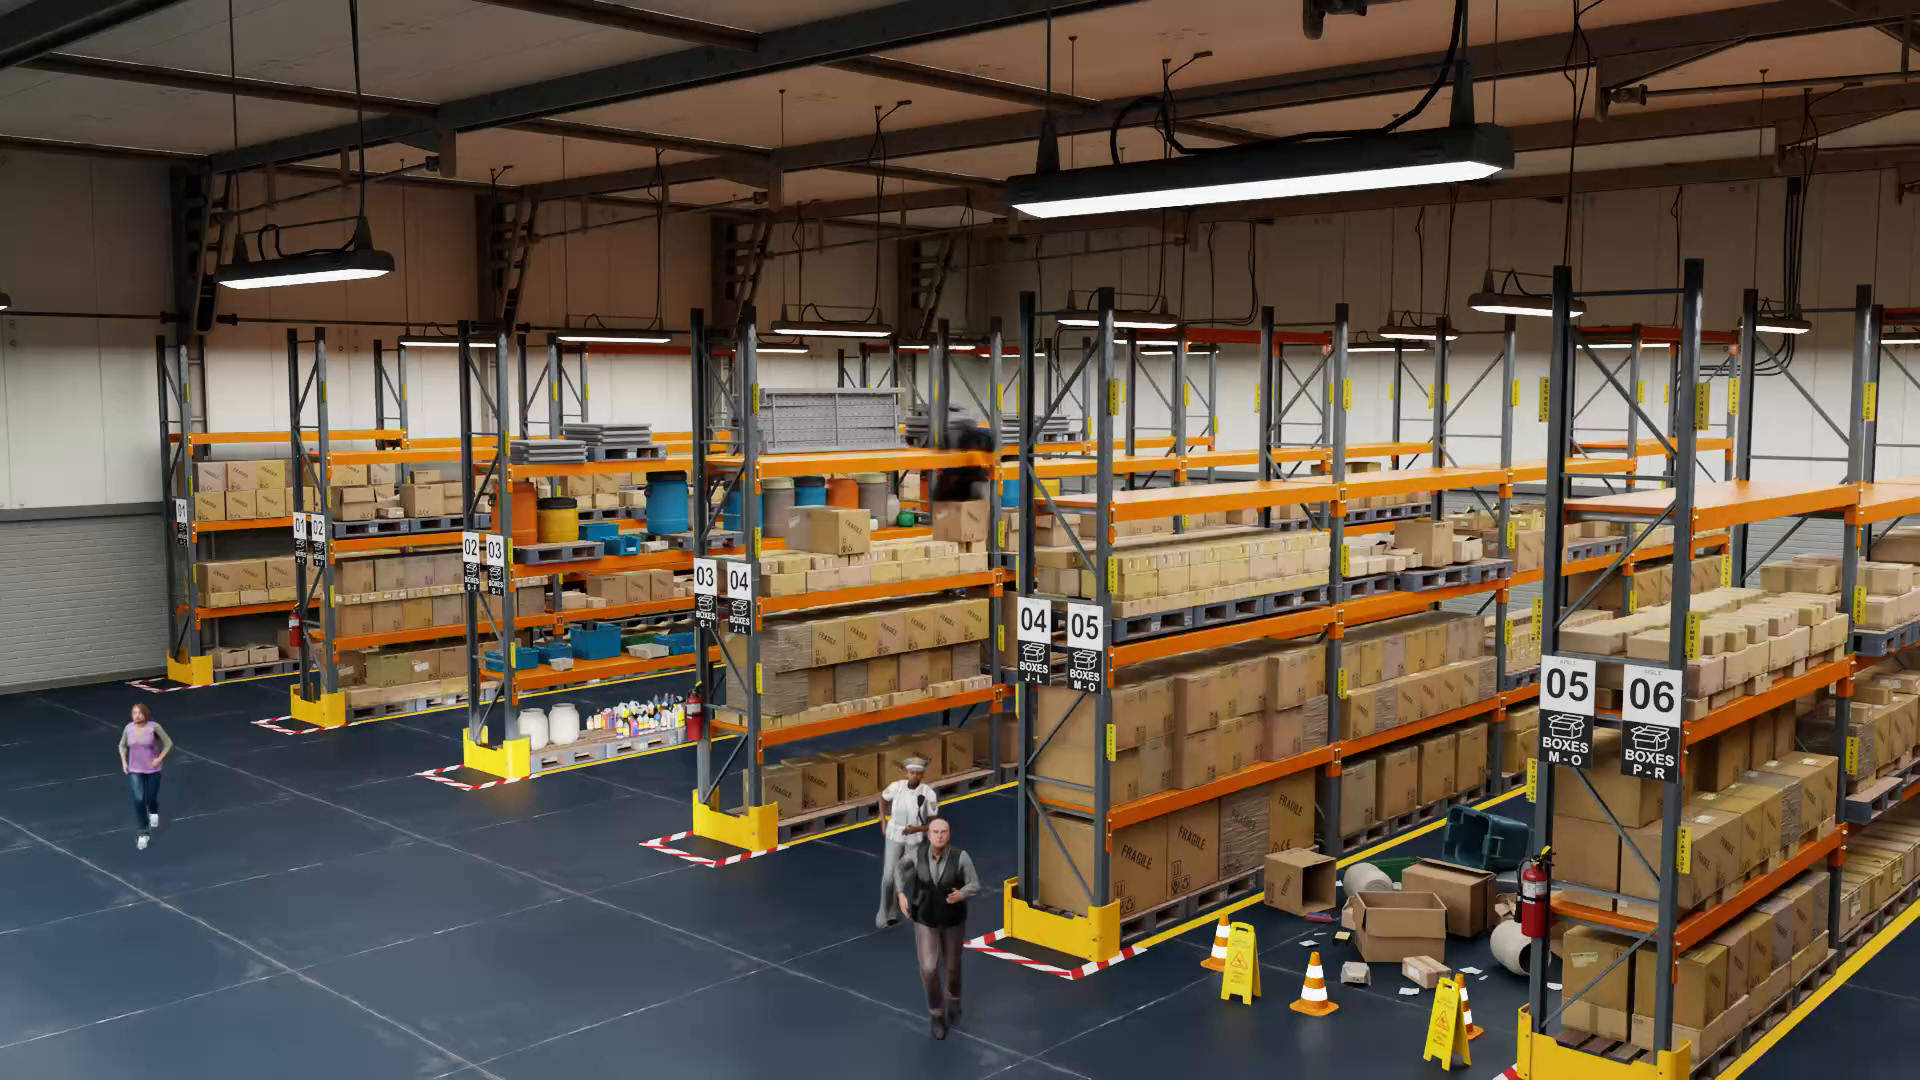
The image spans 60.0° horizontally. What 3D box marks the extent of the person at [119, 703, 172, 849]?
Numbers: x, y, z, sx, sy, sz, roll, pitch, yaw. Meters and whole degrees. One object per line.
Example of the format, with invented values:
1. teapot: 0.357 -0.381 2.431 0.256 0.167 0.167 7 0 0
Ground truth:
1. person: -9.186 2.621 18.784 0.566 1.615 0.715 -1 6 -15

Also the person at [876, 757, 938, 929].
1. person: -0.505 2.858 15.786 0.601 1.672 0.629 0 5 -2

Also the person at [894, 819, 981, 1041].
1. person: -0.181 3.075 13.265 0.688 1.747 0.824 0 5 -3
